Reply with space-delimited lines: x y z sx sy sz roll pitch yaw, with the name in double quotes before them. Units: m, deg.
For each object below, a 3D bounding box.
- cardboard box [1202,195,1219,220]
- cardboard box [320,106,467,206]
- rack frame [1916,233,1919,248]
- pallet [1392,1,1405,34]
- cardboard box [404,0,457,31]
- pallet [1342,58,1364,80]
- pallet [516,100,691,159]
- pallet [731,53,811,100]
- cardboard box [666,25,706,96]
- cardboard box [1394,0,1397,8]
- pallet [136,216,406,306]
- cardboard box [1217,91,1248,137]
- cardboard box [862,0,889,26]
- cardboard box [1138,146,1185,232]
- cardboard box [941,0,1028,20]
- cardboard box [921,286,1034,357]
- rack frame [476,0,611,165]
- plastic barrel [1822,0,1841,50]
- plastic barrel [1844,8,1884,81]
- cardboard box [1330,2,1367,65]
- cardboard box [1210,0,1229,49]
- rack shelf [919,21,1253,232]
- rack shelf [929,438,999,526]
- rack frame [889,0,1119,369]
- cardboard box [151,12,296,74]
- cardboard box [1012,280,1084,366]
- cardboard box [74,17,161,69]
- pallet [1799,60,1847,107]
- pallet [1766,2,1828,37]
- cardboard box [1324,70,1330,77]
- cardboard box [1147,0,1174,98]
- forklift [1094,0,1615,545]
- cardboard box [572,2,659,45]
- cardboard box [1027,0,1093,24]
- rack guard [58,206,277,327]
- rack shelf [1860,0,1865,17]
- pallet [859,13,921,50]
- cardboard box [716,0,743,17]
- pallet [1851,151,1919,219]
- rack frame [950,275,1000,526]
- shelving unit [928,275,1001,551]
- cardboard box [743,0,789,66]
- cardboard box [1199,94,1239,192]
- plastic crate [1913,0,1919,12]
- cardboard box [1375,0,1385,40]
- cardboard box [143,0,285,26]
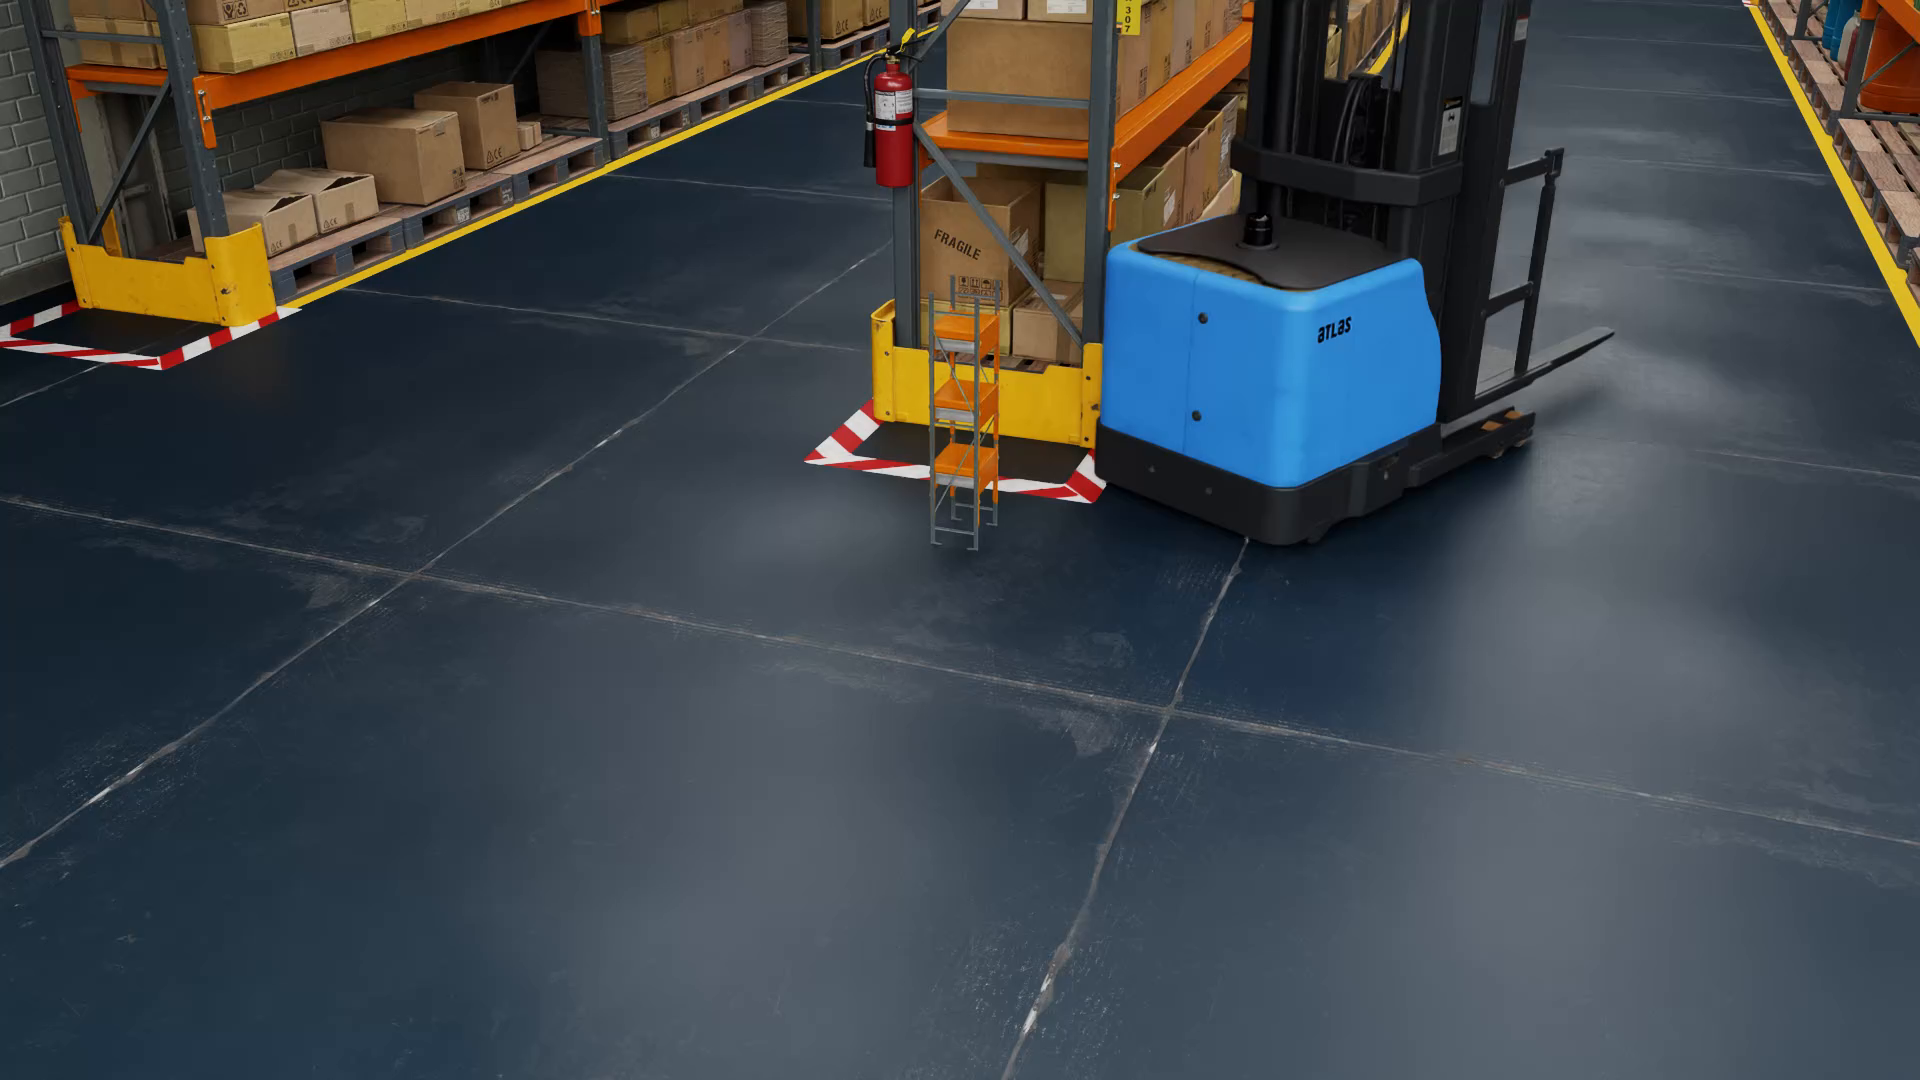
"cardboard box" 1.238 -1.888 9.880 0.500 0.250 0.500 9 27 17
"cardboard box" -3.693 -2.516 10.868 0.700 0.500 0.500 7 27 14
"rack frame" 6.184 -2.850 9.195 1.000 3.000 0.127 9 27 17
"pallet" 4.406 -5.885 18.662 1.003 0.211 1.213 9 27 17
"cardboard box" -3.523 -3.370 10.418 0.500 0.250 0.500 9 27 18
"pallet" 3.129 -4.260 15.306 1.003 0.211 1.213 9 27 17
"pallet" -2.901 -3.352 13.431 1.003 0.211 1.213 9 27 17
"pallet" -2.089 -4.355 15.502 1.003 0.211 1.213 9 27 17
"cardboard box" -2.597 -4.088 14.115 0.700 0.500 0.500 9 27 18
"cardboard box" 4.520 -5.987 18.253 0.500 0.311 0.500 9 27 17
"pallet" -4.161 -1.748 10.118 1.003 0.211 1.213 9 27 17
"cardboard box" 1.887 -2.908 11.343 0.500 0.311 0.500 9 27 18
"cardboard box" -1.161 -5.794 17.260 0.750 0.750 0.750 9 27 17
"cardboard box" 0.890 -1.816 8.872 0.500 0.500 0.500 9 27 17
"cardboard box" 0.131 -2.448 7.505 0.380 0.149 0.250 8 27 17
"cardboard box" 0.083 -1.141 8.338 0.500 0.250 0.500 9 27 17
"rack frame" -3.158 -4.287 12.162 1.000 3.000 0.127 9 27 17
"plastic barrel" 8.649 -5.161 15.894 0.600 0.901 0.708 9 27 17
"plastic barrel" 8.038 -4.265 14.402 0.600 0.588 0.708 9 27 17
"cardboard box" 3.435 -4.648 15.272 0.500 0.500 0.500 8 27 16
"cardboard box" 1.203 -3.214 9.831 0.700 0.500 0.500 8 27 17
"rack shelf" 0.849 -2.424 9.141 1.077 0.370 4.000 9 27 17
"rack shelf" 0.018 -0.235 6.692 0.215 0.259 0.240 9 27 17
"rack frame" 0.183 -1.926 7.286 1.000 3.000 0.127 9 27 17
"cardboard box" -4.028 -2.739 9.114 0.500 0.250 0.500 8 27 16
"cardboard box" 0.571 -1.066 8.183 0.500 0.250 0.500 9 27 17
"cardboard box" -4.517 -2.805 9.250 0.500 0.250 0.500 9 27 18
"pallet" 8.146 -4.069 14.911 1.003 0.211 1.213 9 27 17
"pallet" 9.459 -5.694 18.267 1.003 0.211 1.213 9 27 17
"cardboard box" 2.732 -3.701 13.626 0.500 0.250 0.500 8 27 17
"cardboard box" 0.691 -2.581 8.524 0.700 0.500 0.500 9 27 18
"forklift" 1.996 -1.834 7.174 3.031 2.935 1.130 -22 34 -38
"cardboard box" -2.786 -4.184 13.452 0.500 0.250 0.500 8 27 16
"cardboard box" 0.517 -2.393 7.392 0.380 0.149 0.250 9 27 17
"rack guard" -4.464 -1.549 9.376 1.175 0.500 0.348 9 27 17
"rack shelf" 8.181 -4.992 14.444 1.077 0.370 4.000 9 27 17
"pallet" -1.086 -5.488 17.843 1.003 0.211 1.213 9 27 17
"cardboard box" -2.267 -4.813 14.751 0.500 0.250 0.500 9 27 18
"pallet" 6.813 -2.427 11.519 1.003 0.211 1.213 9 27 17
"rack frame" 0.058 -0.545 6.670 0.200 1.050 0.008 9 27 17
"shelving unit" 0.018 -0.495 6.567 0.215 1.050 0.252 9 27 17
"cardboard box" -2.018 -4.700 15.379 0.700 0.500 0.500 9 27 18
"cardboard box" 1.389 -2.433 10.146 0.500 0.500 0.500 9 27 17
"plastic crate" 6.497 -3.511 10.803 0.450 0.188 0.662 9 27 17
"cardboard box" 3.943 -5.278 16.573 0.500 0.500 0.500 9 27 18
"cardboard box" -4.047 -3.075 8.947 0.500 0.500 0.500 9 27 18
